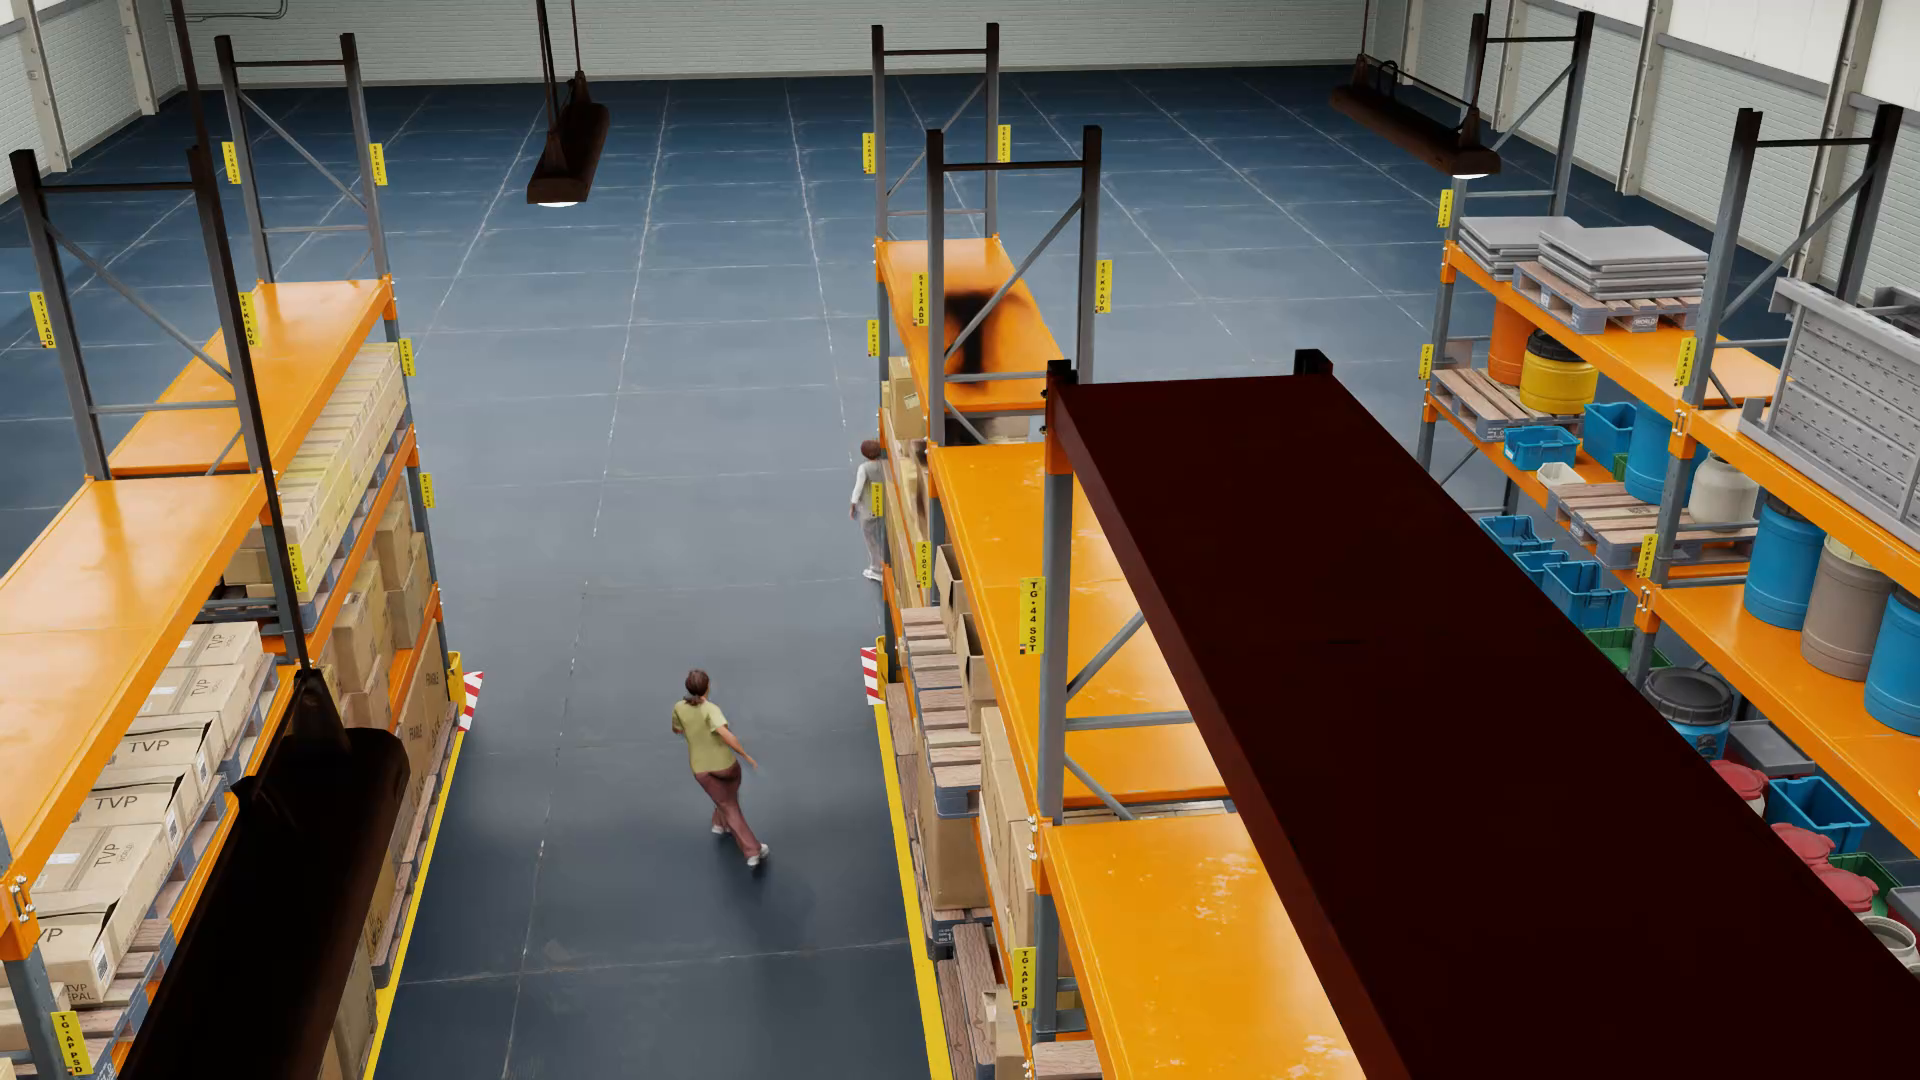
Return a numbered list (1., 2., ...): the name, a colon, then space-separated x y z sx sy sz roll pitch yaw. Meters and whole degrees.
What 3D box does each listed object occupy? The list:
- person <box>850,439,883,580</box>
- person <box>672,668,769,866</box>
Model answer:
1. person: -0.815 -0.306 17.301 0.564 1.588 0.488 -20 32 -35
2. person: -1.880 1.745 12.958 0.731 1.577 0.665 0 25 0
